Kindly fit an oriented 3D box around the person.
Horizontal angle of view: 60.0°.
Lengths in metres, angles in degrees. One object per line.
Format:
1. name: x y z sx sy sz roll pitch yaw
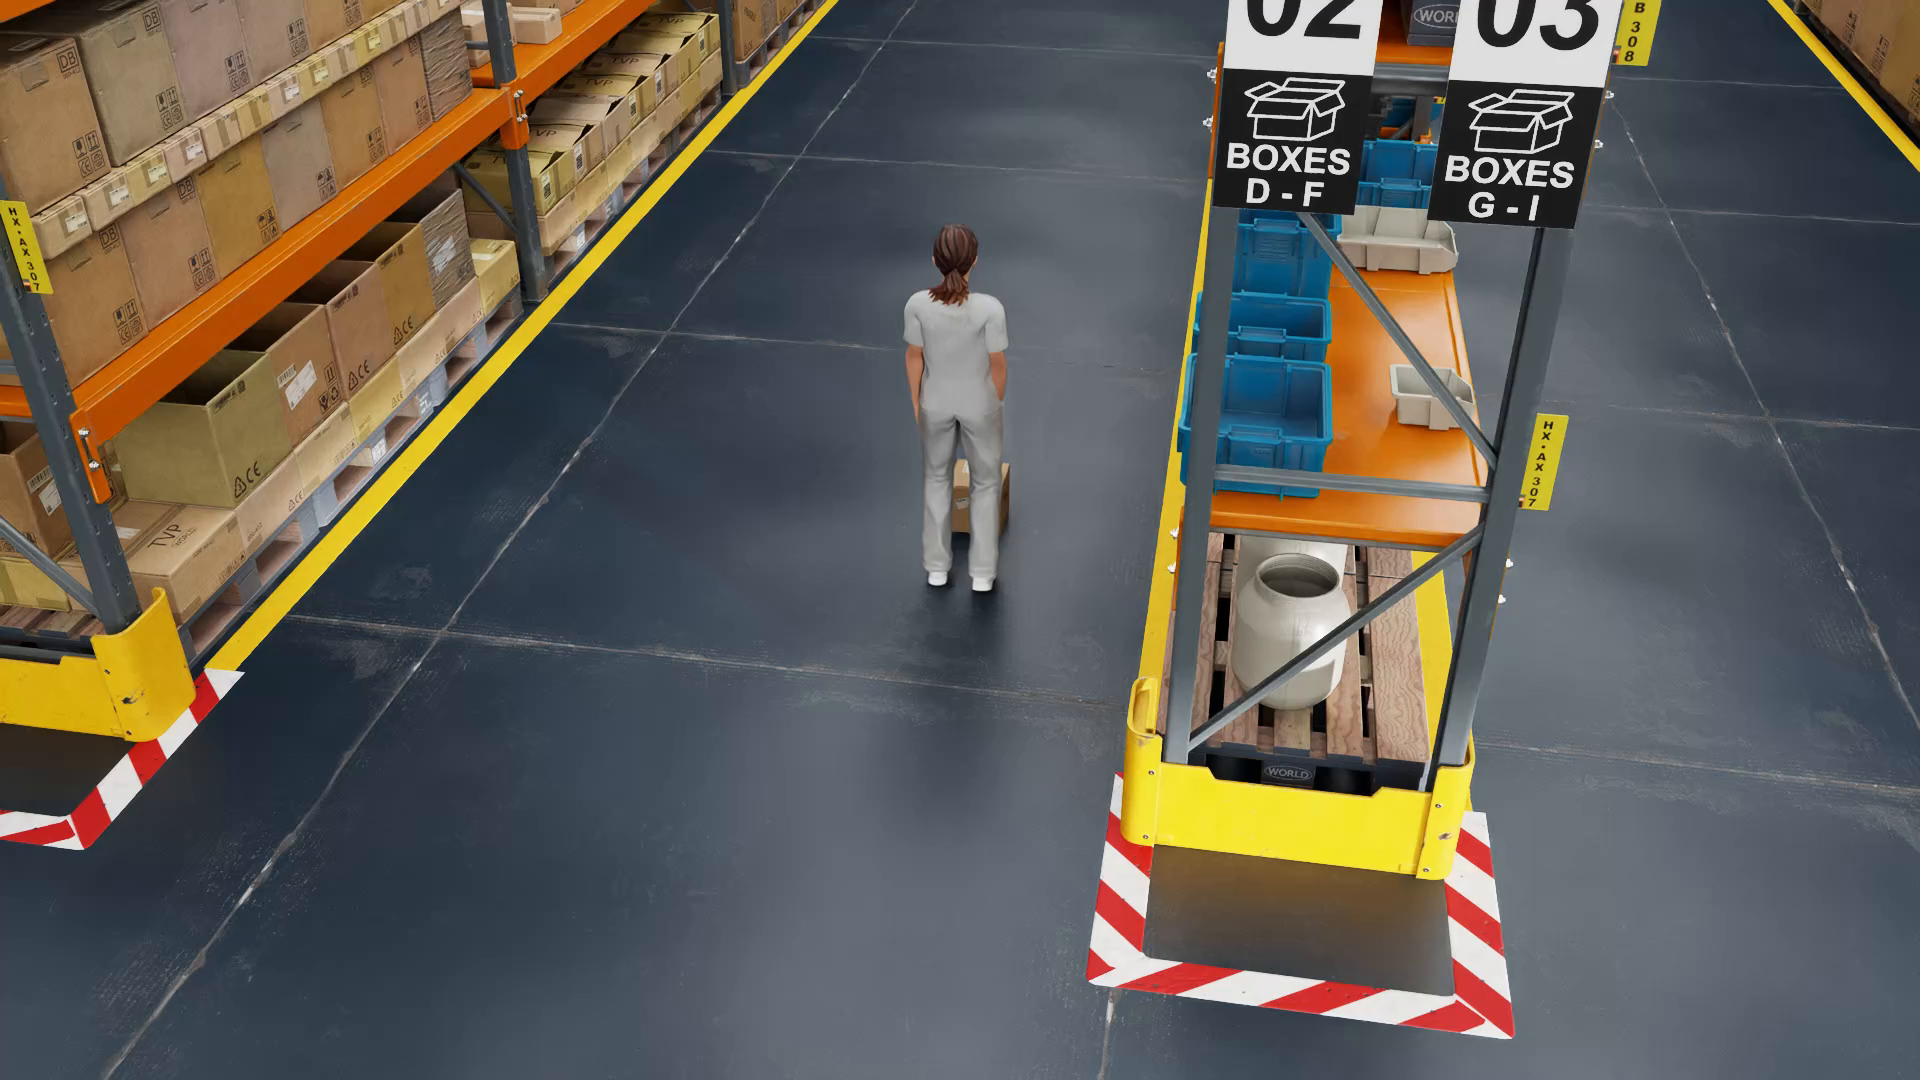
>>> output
1. person: -0.014 -0.534 7.012 0.438 1.686 0.373 6 33 9
